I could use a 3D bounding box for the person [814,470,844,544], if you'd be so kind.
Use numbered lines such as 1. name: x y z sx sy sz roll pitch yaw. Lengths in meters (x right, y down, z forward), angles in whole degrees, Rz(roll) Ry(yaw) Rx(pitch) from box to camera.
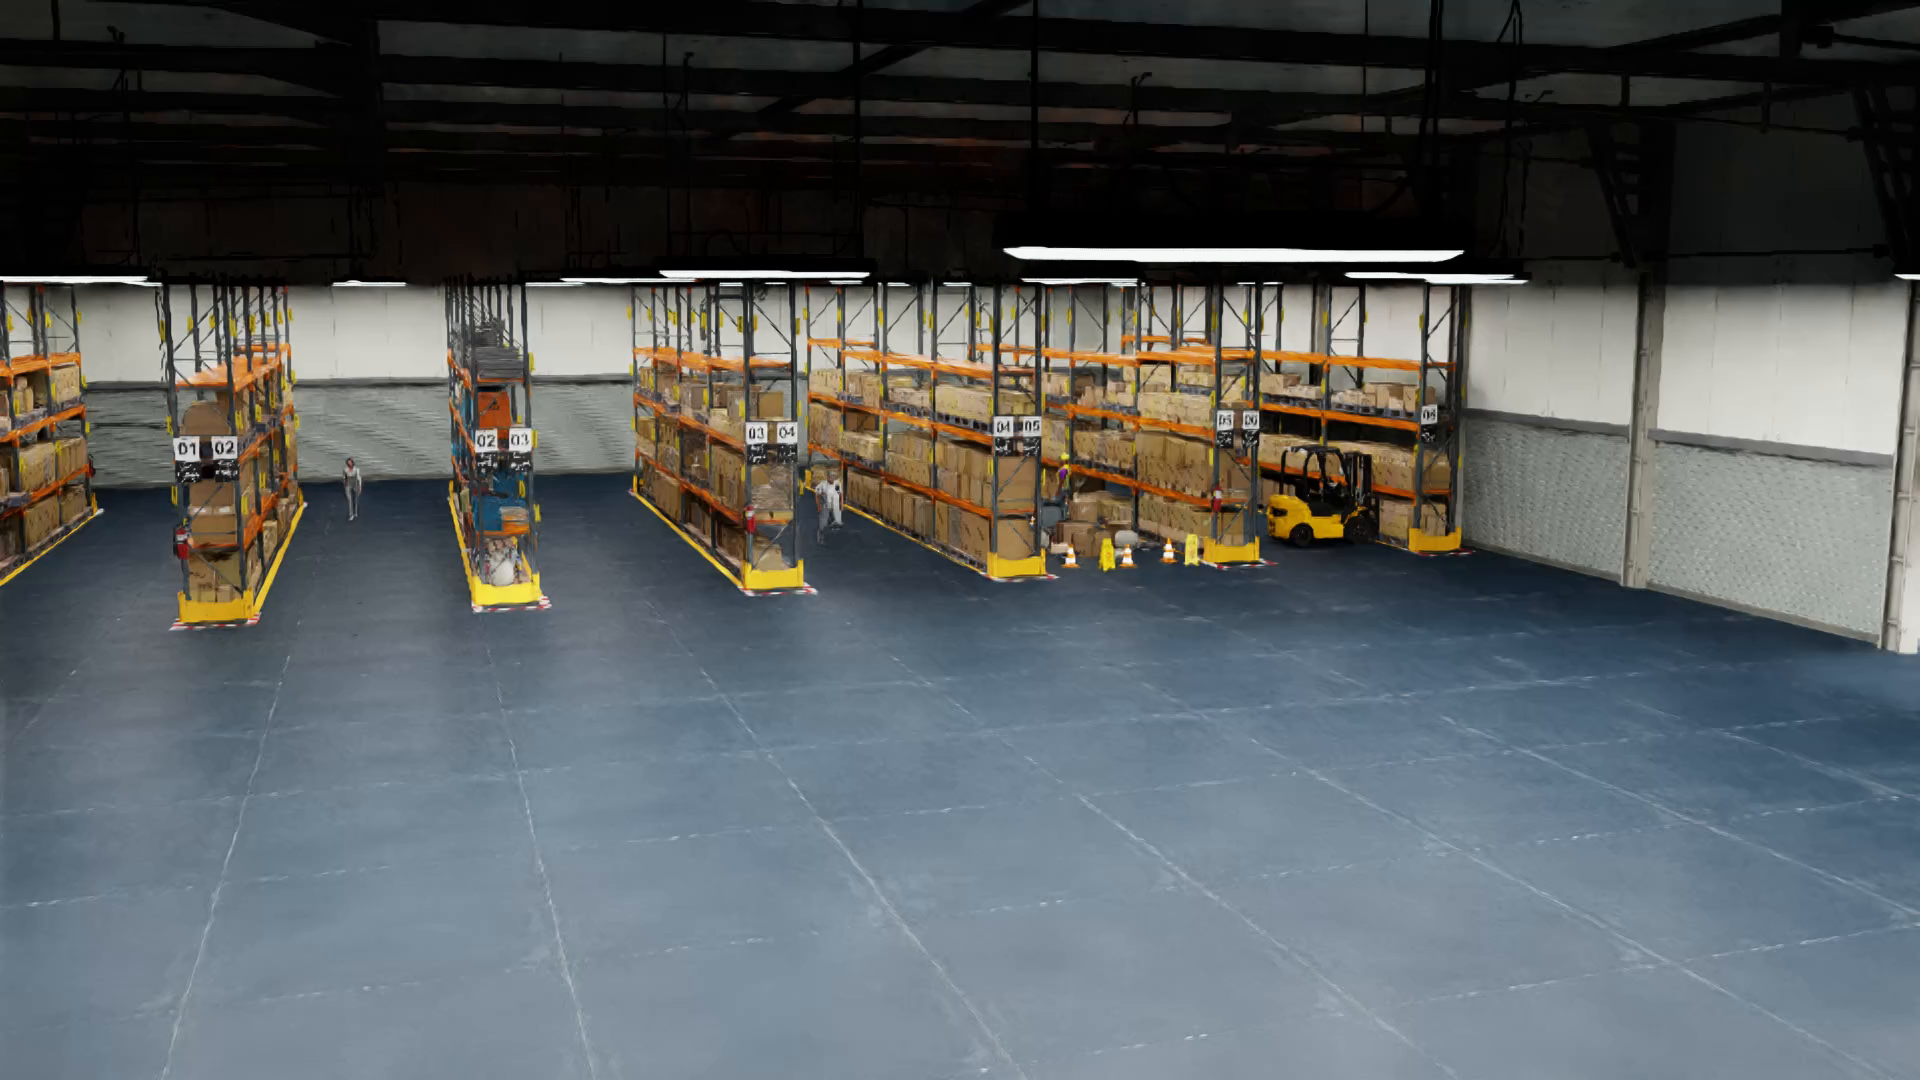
1. person: -2.941 -0.765 37.441 0.683 1.689 0.556 -3 9 -20

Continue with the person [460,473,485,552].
1. person: -10.289 -0.582 35.075 0.466 1.670 0.542 -7 11 -37

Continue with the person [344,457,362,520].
1. person: -15.178 -1.311 41.588 0.432 1.539 0.947 -3 9 -19

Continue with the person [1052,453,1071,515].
1. person: 2.440 -1.225 40.280 0.585 1.750 0.684 1 9 7
